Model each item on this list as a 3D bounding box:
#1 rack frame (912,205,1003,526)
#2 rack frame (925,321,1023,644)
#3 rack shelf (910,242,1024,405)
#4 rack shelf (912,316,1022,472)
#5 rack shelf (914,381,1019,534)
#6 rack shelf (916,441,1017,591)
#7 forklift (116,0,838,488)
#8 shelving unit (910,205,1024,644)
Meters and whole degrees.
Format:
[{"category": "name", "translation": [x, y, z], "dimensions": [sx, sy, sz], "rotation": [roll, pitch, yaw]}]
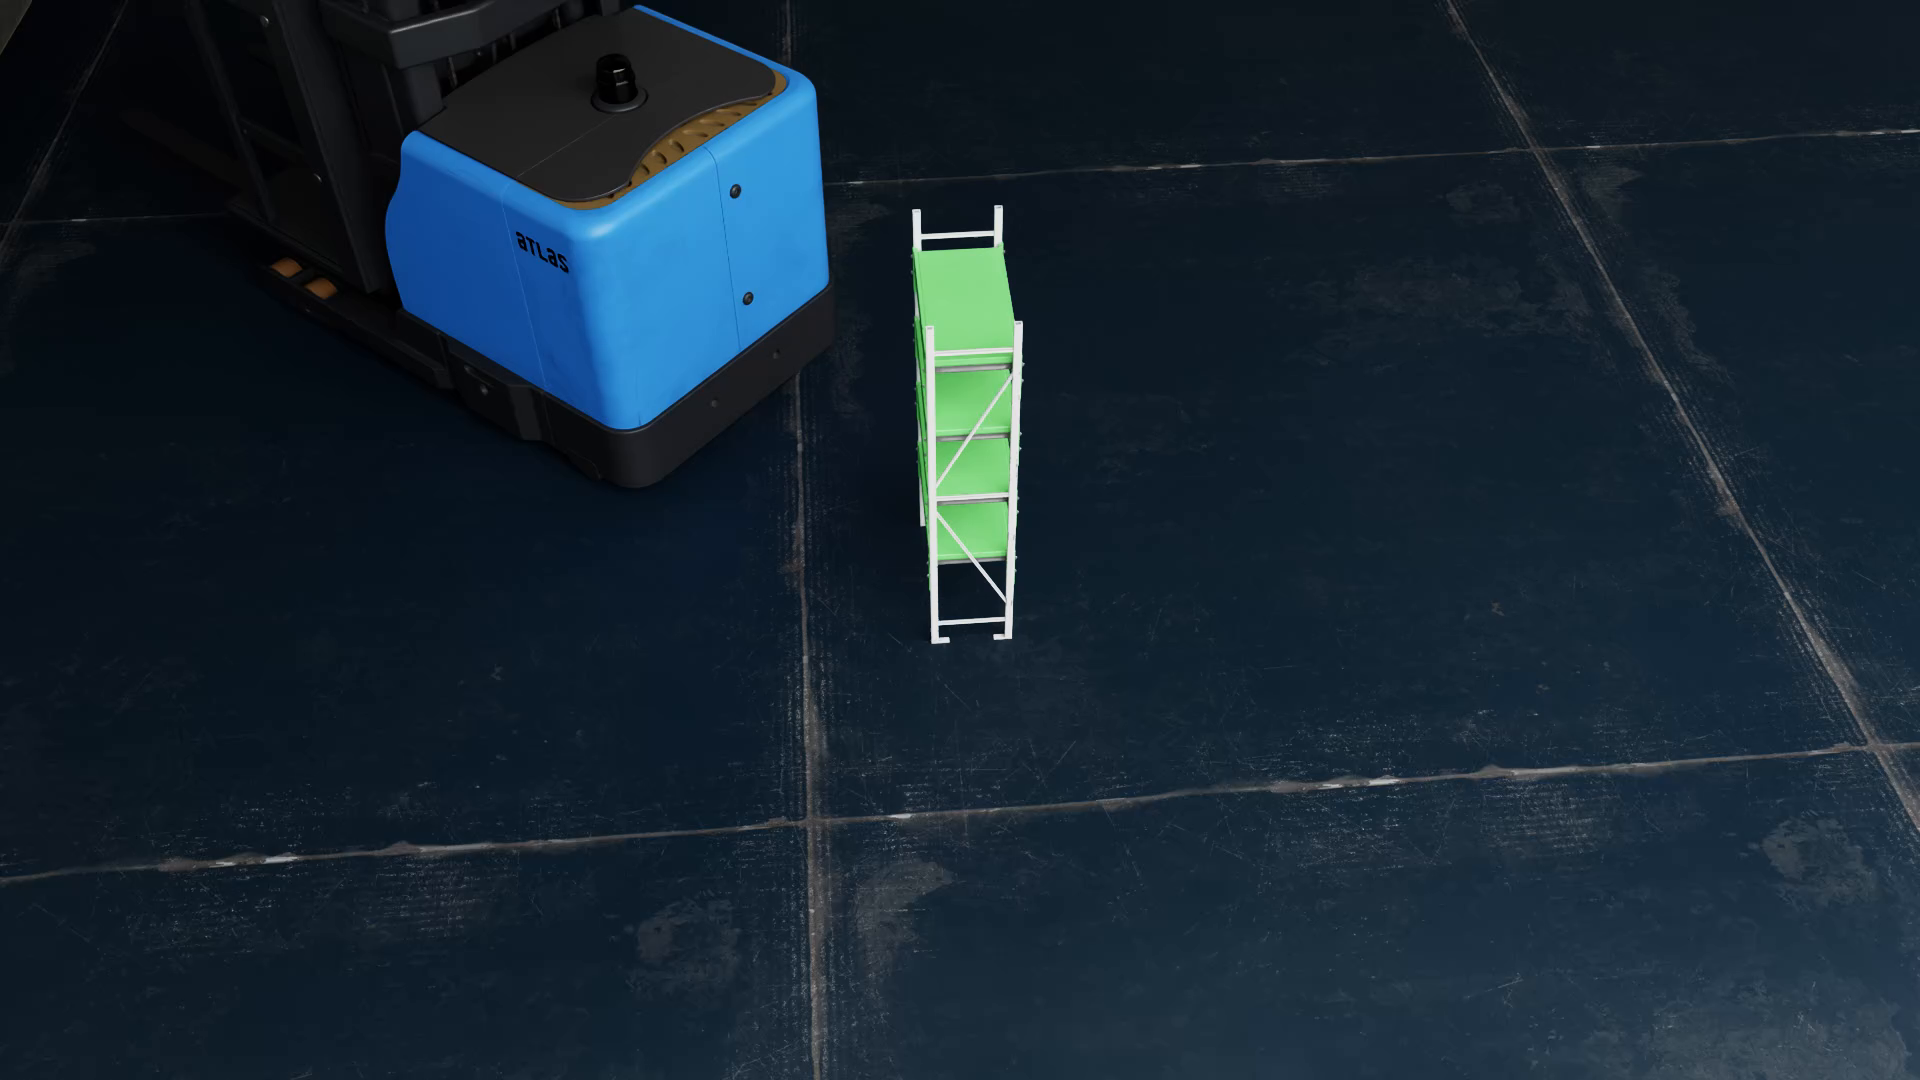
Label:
[{"category": "rack frame", "translation": [-0.007, -0.469, 4.868], "dimensions": [0.240, 1.200, 0.015], "rotation": [-3, 47, -3]}, {"category": "rack frame", "translation": [0.034, -0.116, 4.534], "dimensions": [0.240, 1.200, 0.015], "rotation": [-3, 47, -3]}, {"category": "rack shelf", "translation": [0.014, -0.579, 4.399], "dimensions": [0.258, 0.148, 0.480], "rotation": [-3, 47, -3]}, {"category": "rack shelf", "translation": [0.014, -0.414, 4.573], "dimensions": [0.258, 0.148, 0.480], "rotation": [-3, 47, -3]}, {"category": "rack shelf", "translation": [0.014, -0.249, 4.747], "dimensions": [0.258, 0.148, 0.480], "rotation": [-3, 47, -3]}, {"category": "rack shelf", "translation": [0.014, -0.084, 4.922], "dimensions": [0.258, 0.148, 0.480], "rotation": [-3, 47, -3]}, {"category": "forklift", "translation": [-1.910, -2.060, 5.182], "dimensions": [3.031, 2.935, 1.130], "rotation": [29, 53, 25]}, {"category": "shelving unit", "translation": [0.014, -0.293, 4.701], "dimensions": [0.258, 1.200, 0.503], "rotation": [-3, 47, -3]}]
